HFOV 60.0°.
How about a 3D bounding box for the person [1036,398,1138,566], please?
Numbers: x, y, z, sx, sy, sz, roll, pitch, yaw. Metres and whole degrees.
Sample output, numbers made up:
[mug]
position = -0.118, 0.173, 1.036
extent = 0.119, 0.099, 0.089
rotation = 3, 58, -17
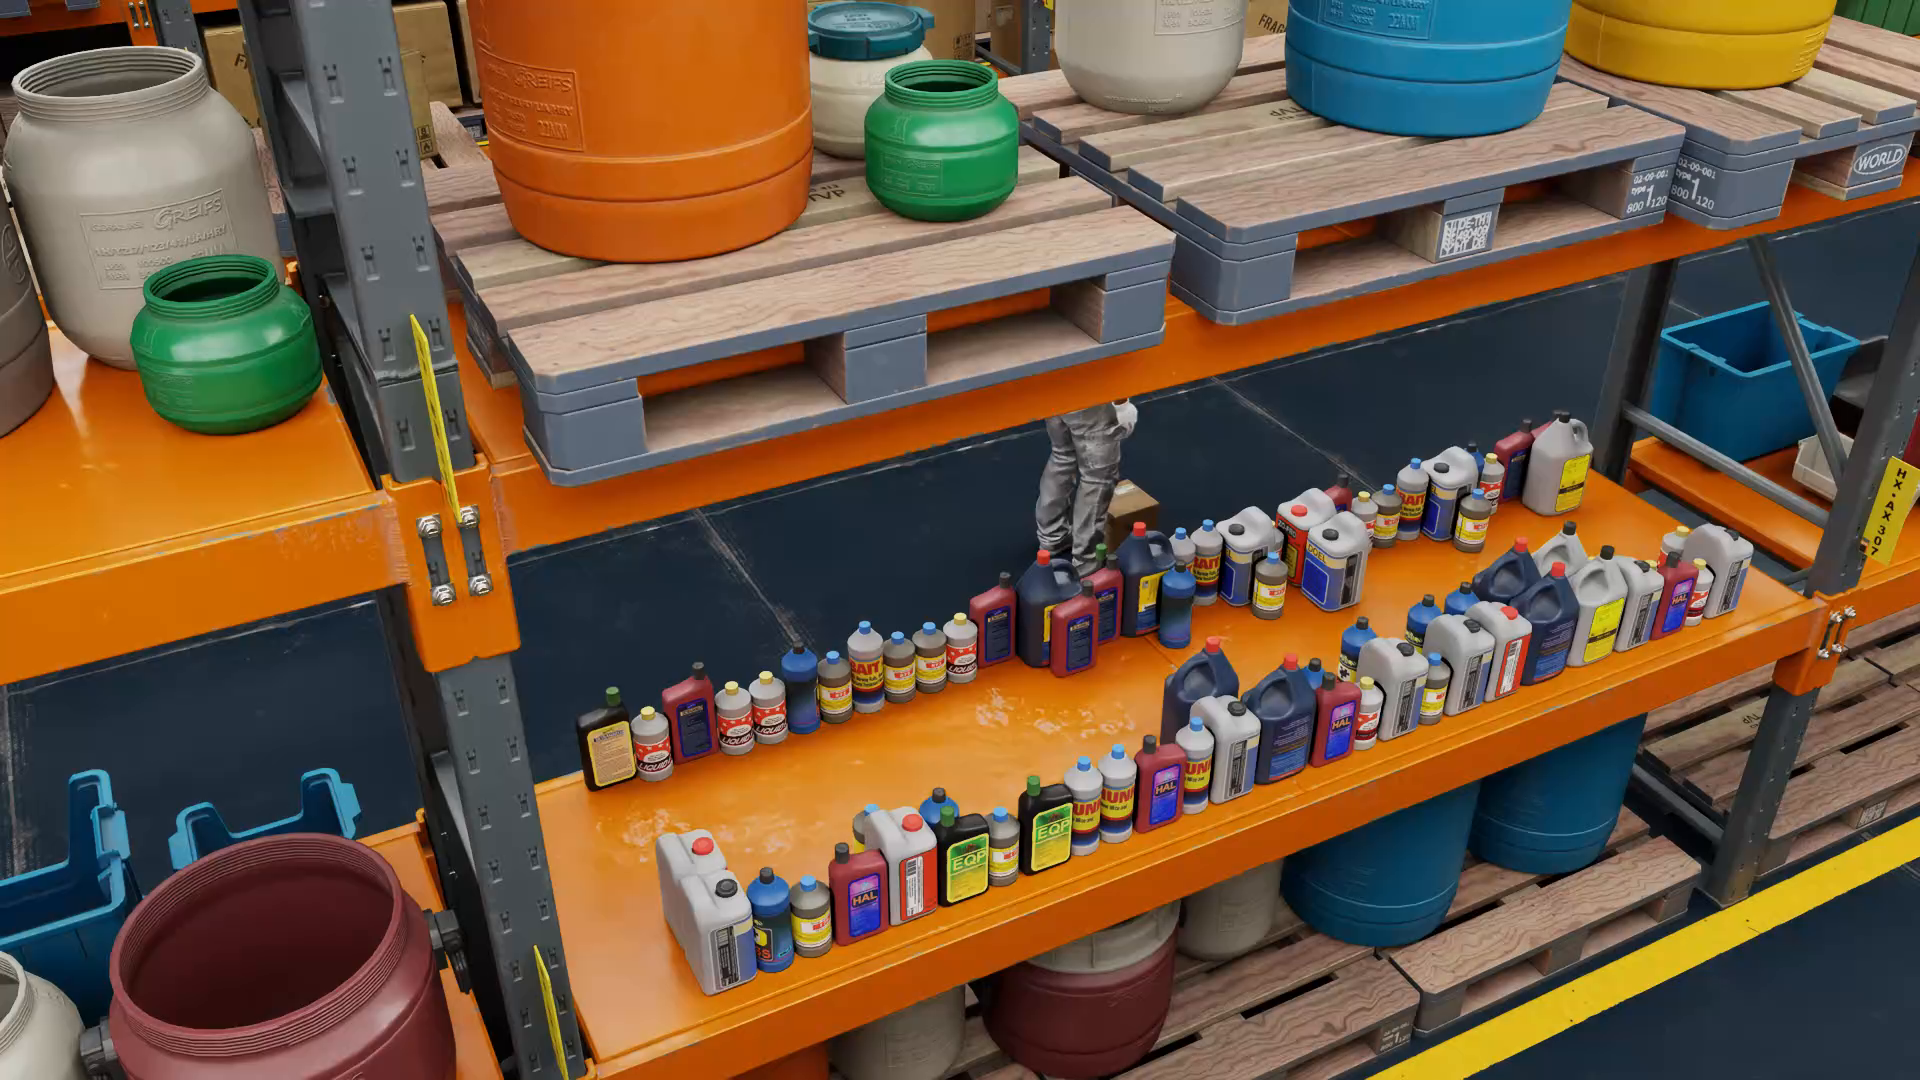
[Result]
[person]
position = 0.541, -0.664, 7.160
extent = 0.447, 1.775, 0.616
rotation = -16, 36, -23
